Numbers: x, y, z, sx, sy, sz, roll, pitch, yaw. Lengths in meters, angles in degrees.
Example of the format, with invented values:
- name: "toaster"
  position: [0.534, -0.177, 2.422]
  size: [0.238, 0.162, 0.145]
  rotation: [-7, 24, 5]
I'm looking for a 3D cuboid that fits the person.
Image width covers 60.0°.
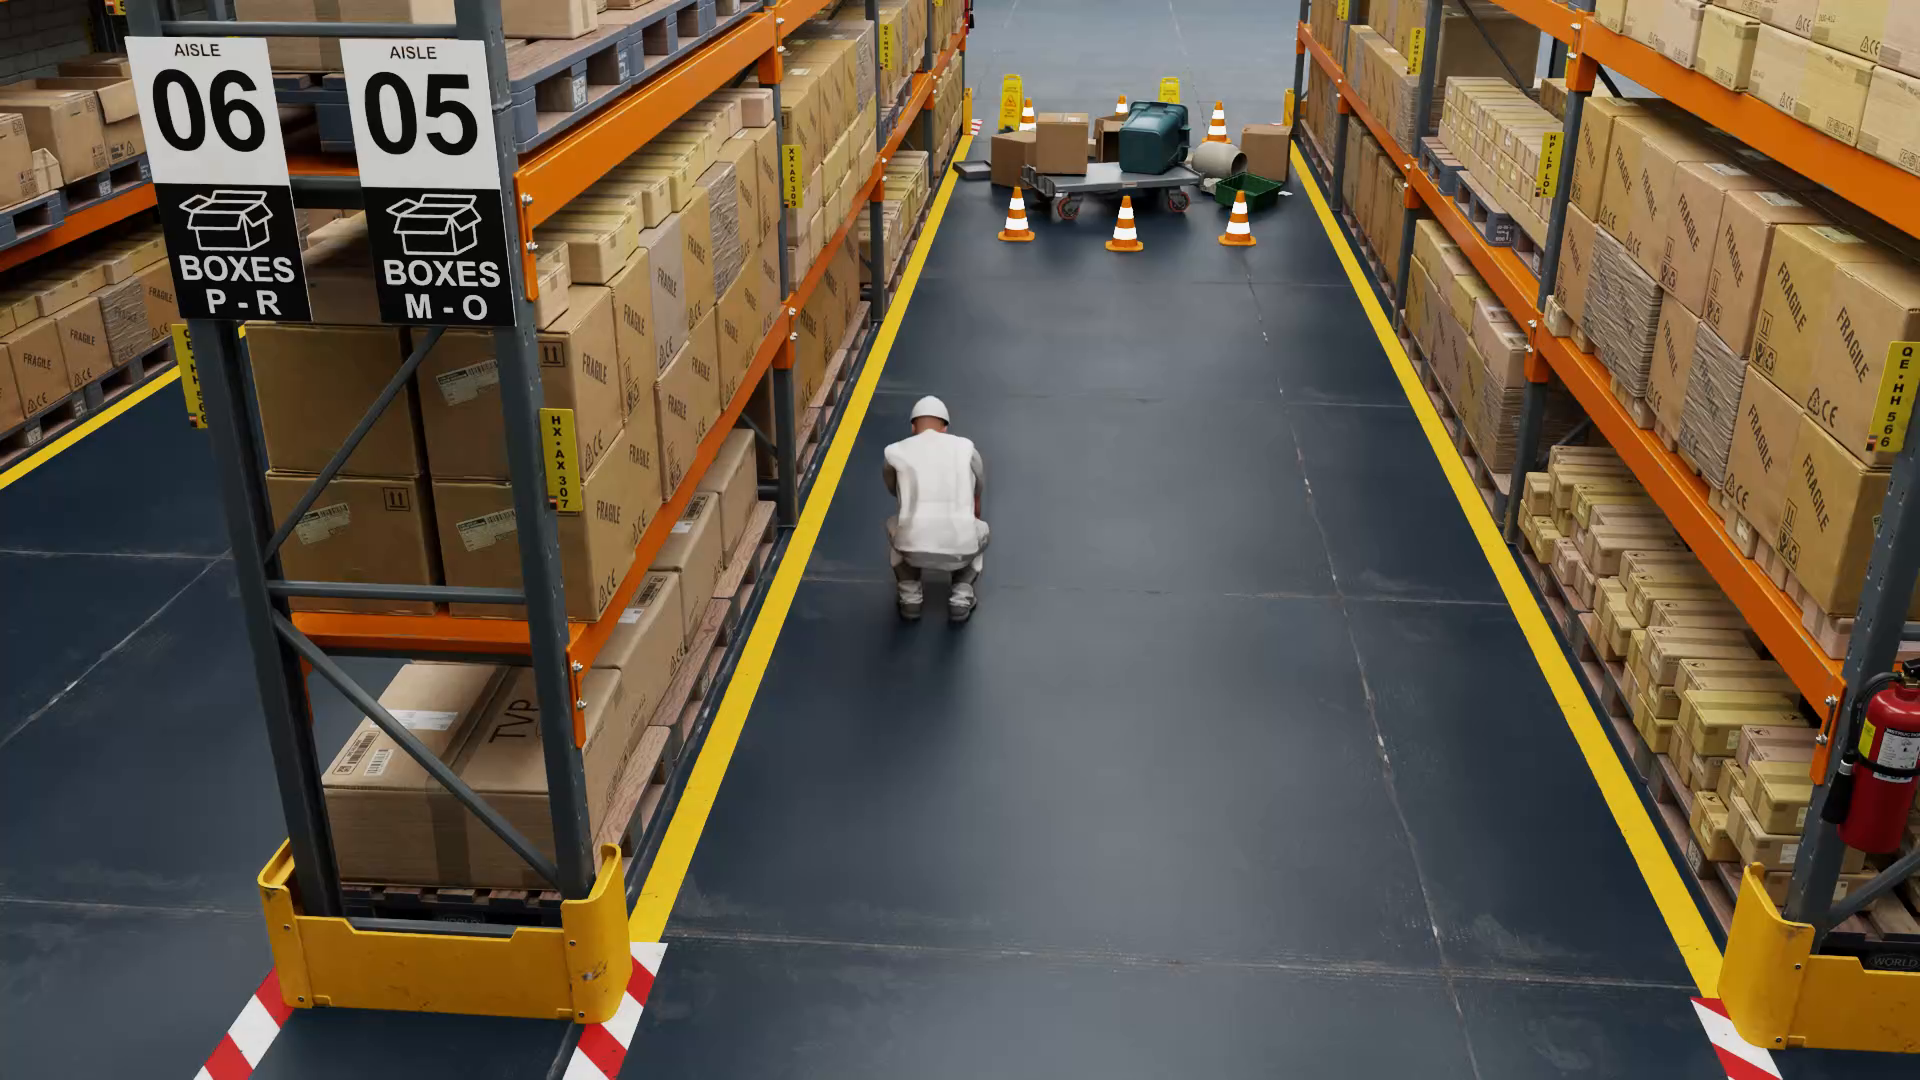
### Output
- name: "person"
  position: [-0.123, -0.157, 8.390]
  size: [0.547, 1.002, 0.877]
  rotation: [1, 24, 3]
